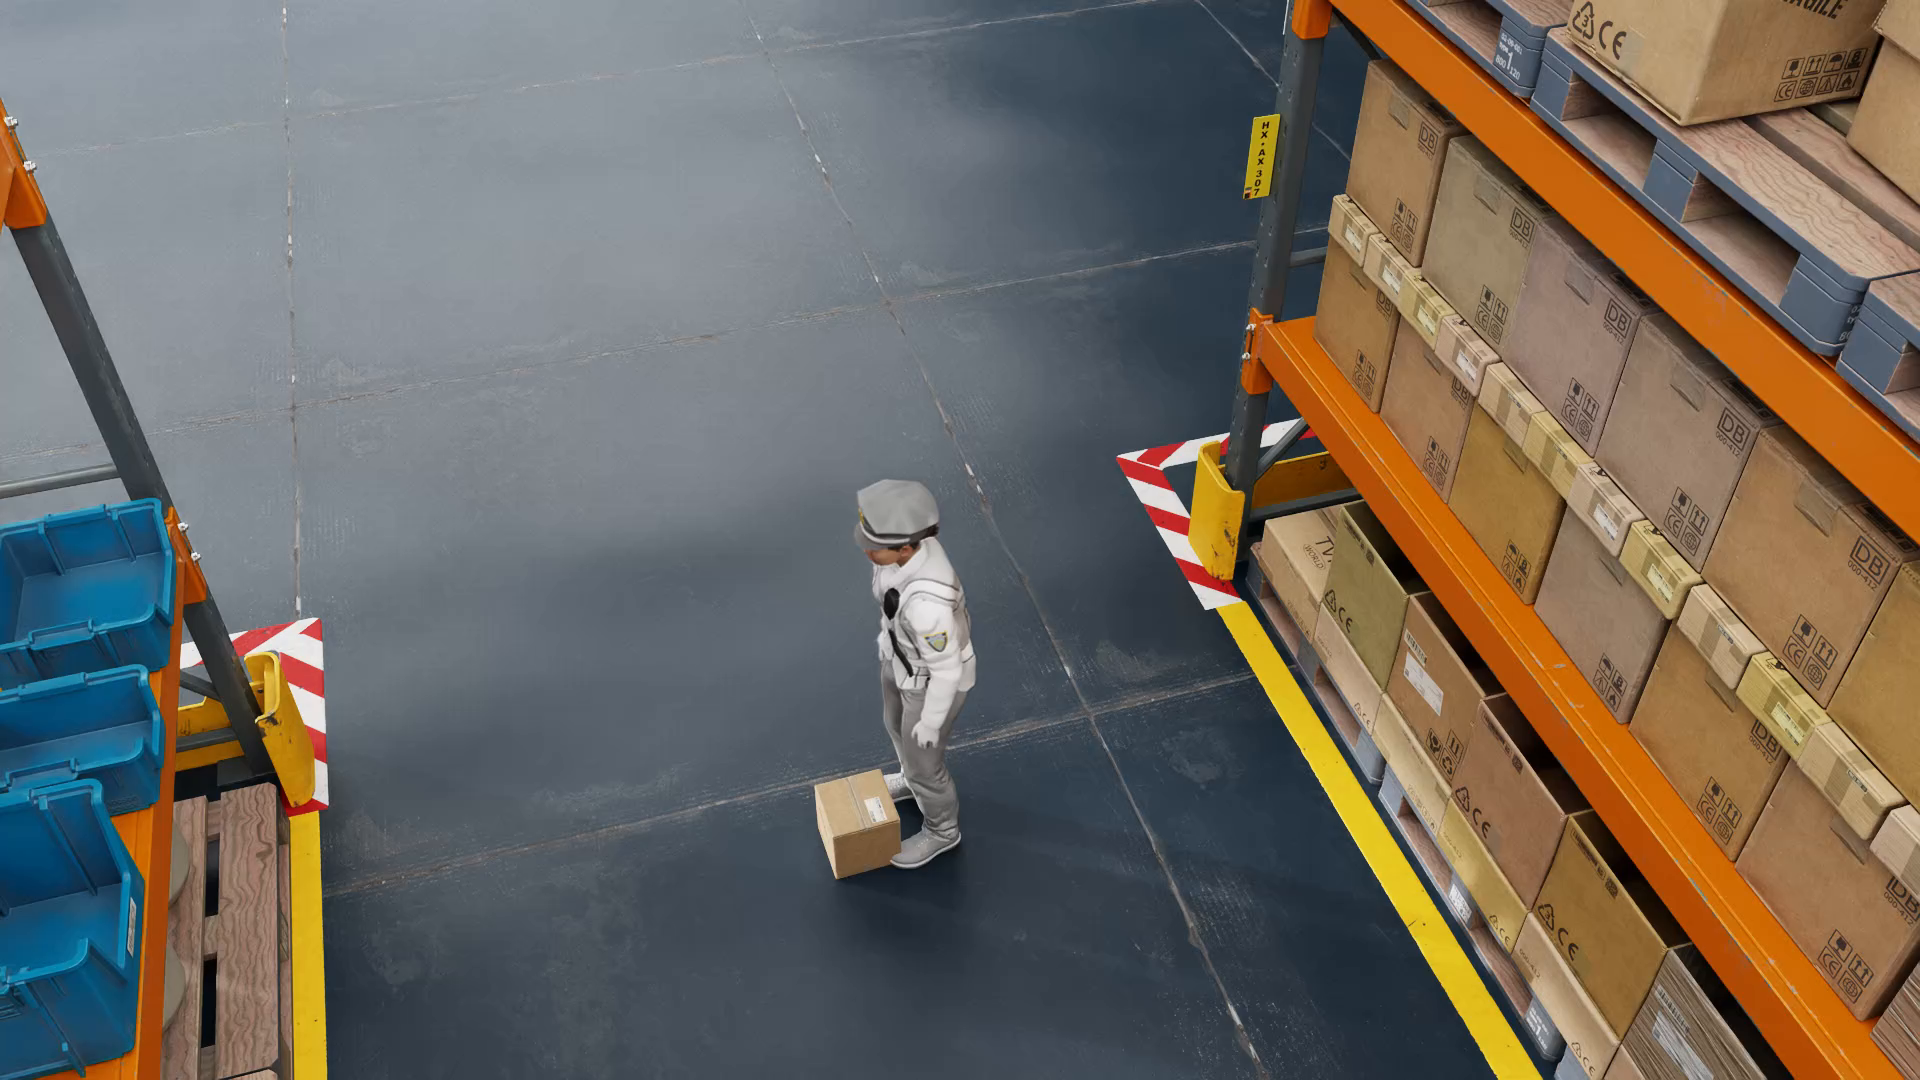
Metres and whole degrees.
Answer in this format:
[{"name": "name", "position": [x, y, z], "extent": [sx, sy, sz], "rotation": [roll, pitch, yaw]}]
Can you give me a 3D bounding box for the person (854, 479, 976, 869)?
[{"name": "person", "position": [-0.149, 0.463, 5.652], "extent": [0.378, 1.663, 0.533], "rotation": [-12, 44, -13]}]
